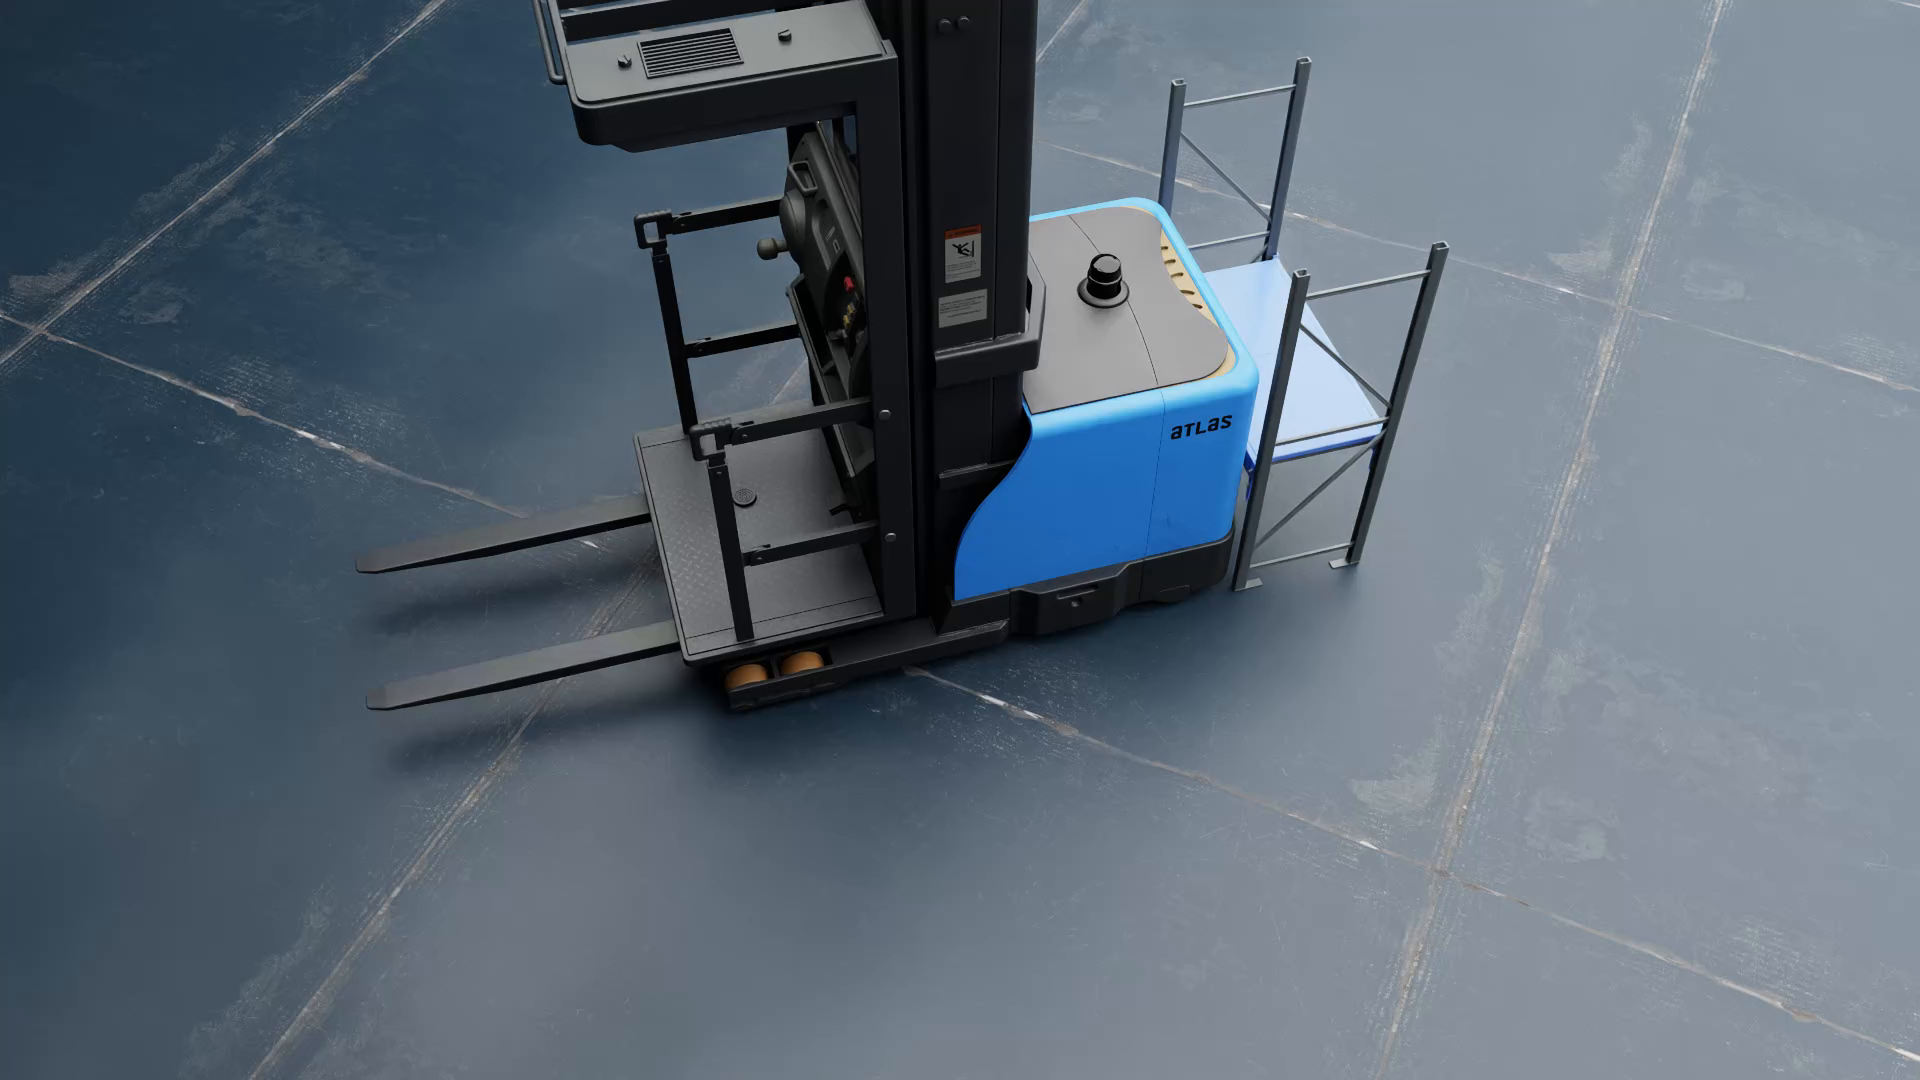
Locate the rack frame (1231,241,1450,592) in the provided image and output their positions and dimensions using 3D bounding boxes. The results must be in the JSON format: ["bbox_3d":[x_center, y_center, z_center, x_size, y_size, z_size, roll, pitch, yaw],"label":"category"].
[{"bbox_3d":[1.240,-0.359,5.571,0.500,1.500,0.032,-12,51,-10],"label":"rack frame"}]

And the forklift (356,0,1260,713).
[{"bbox_3d":[-0.597,-0.817,5.020,3.031,2.935,1.130,-13,51,-11],"label":"forklift"}]

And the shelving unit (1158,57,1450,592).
[{"bbox_3d":[1.098,-0.731,5.887,0.538,1.500,1.048,-12,51,-10],"label":"shelving unit"}]

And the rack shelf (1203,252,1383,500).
[{"bbox_3d":[1.098,-0.615,6.024,0.538,0.185,1.000,-12,51,-10],"label":"rack shelf"}]

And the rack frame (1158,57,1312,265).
[{"bbox_3d":[0.956,-1.103,6.204,0.500,1.500,0.032,-12,51,-10],"label":"rack frame"}]
